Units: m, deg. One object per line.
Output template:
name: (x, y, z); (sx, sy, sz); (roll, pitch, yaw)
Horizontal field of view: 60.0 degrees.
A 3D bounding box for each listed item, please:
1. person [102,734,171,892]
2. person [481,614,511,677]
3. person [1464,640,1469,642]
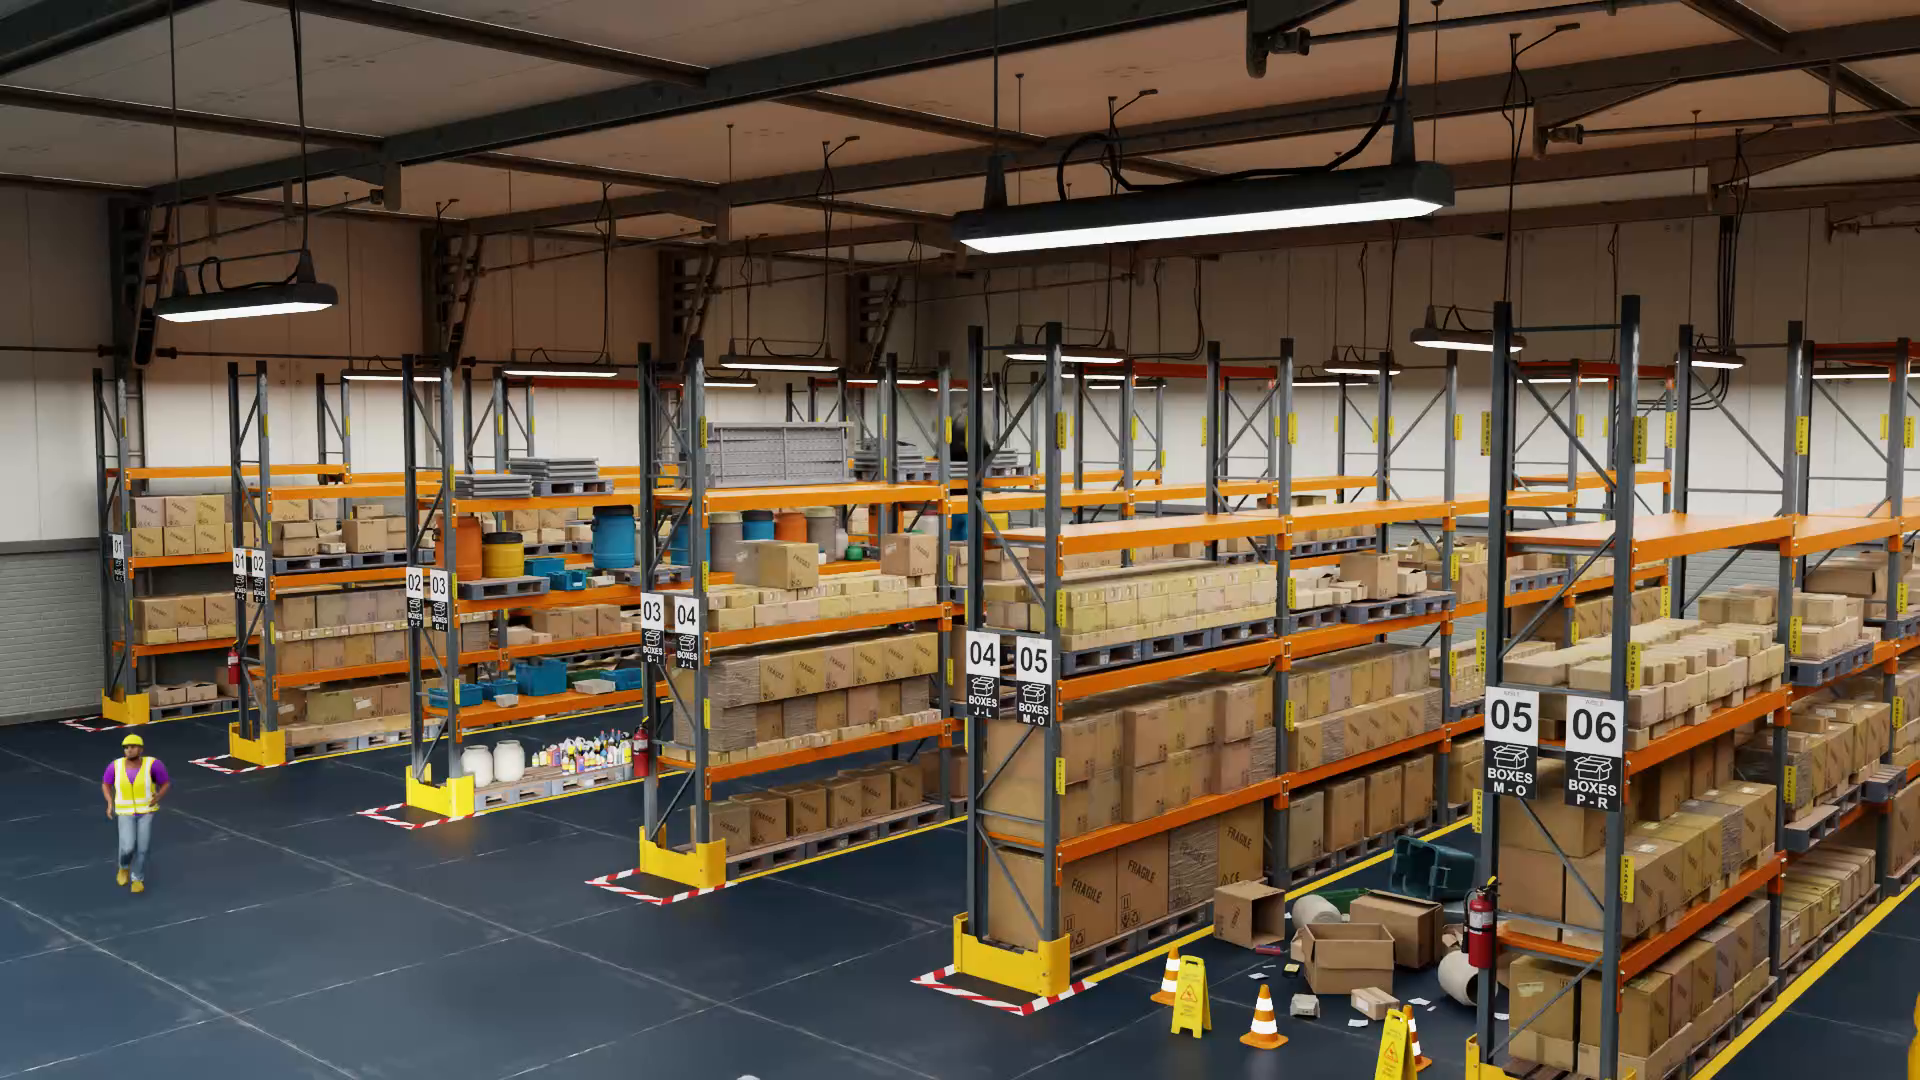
person: (-8.948, 2.970, 18.072); (0.681, 1.729, 0.594); (-2, 5, -23)
person: (-8.381, 2.139, 30.078); (0.606, 1.620, 0.556); (3, 5, 40)
person: (8.045, 2.405, 26.610); (0.593, 1.607, 0.560); (4, 5, 40)
